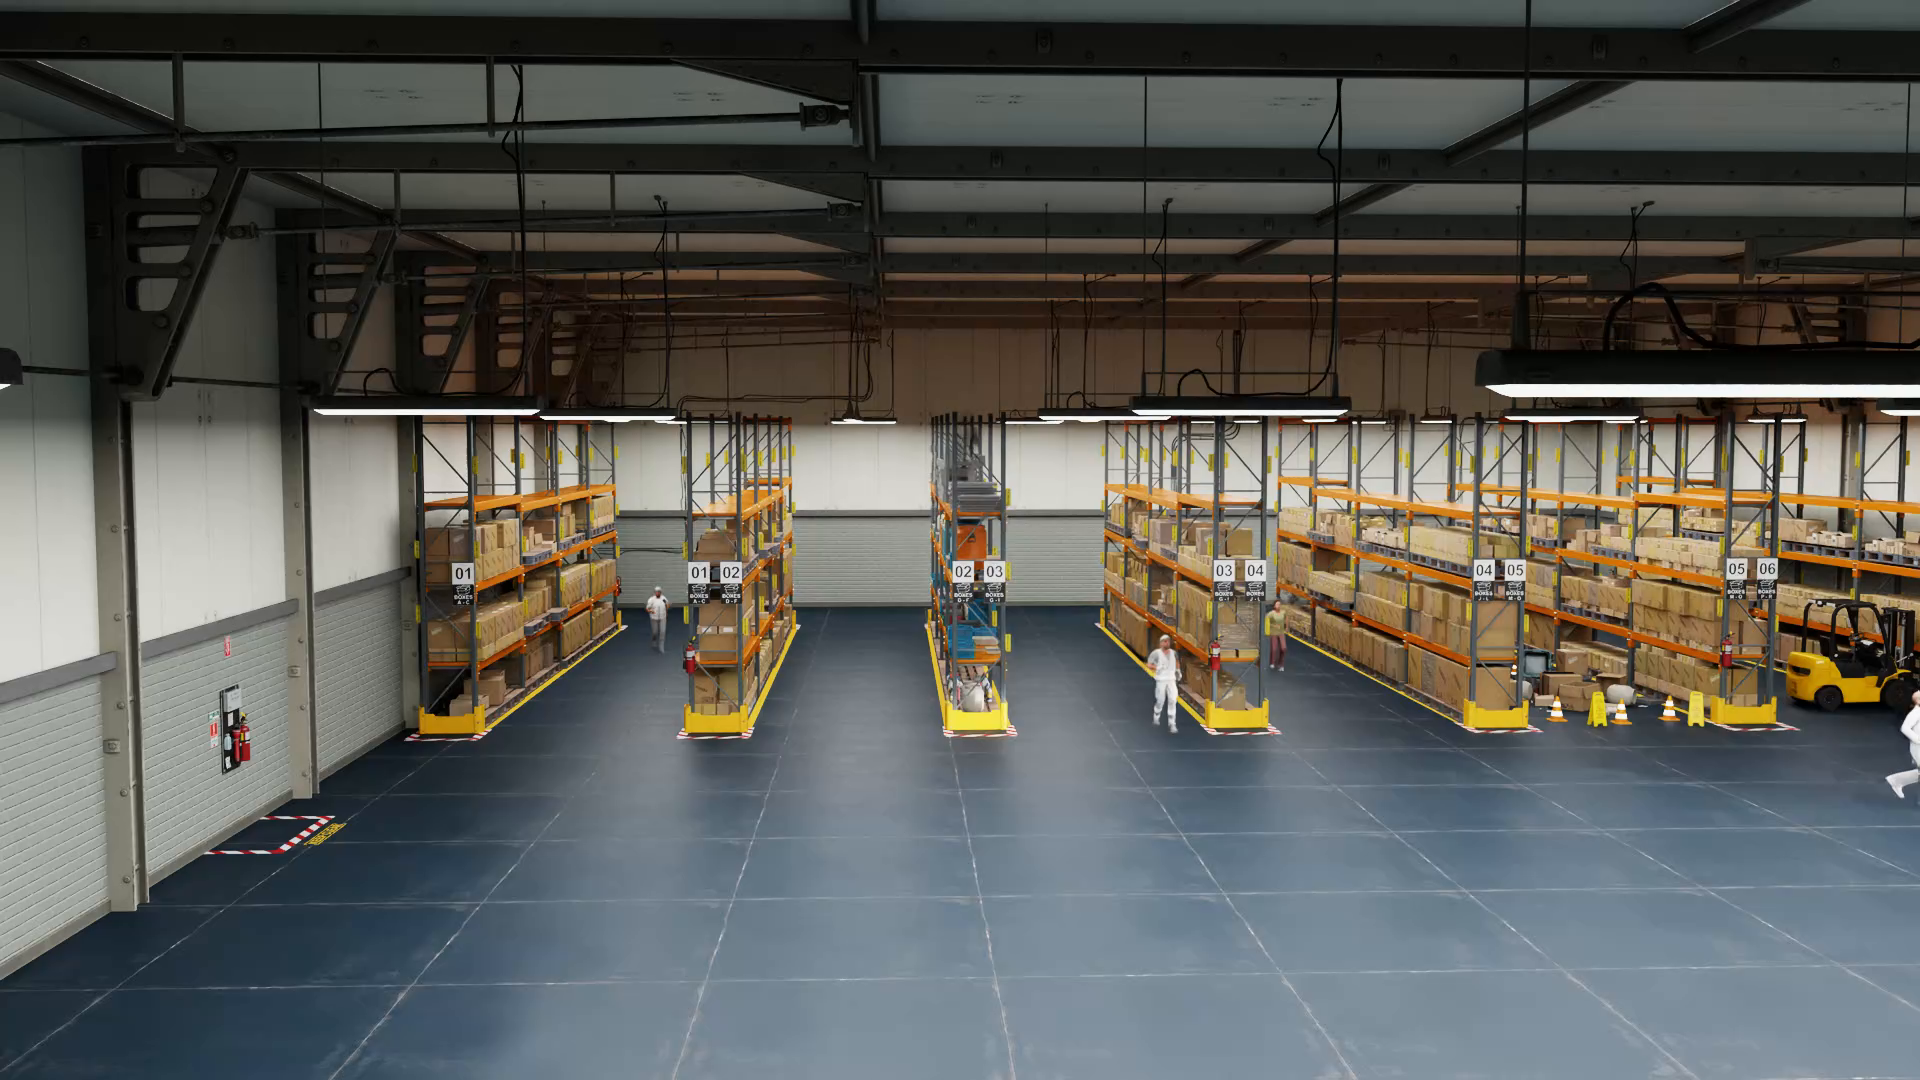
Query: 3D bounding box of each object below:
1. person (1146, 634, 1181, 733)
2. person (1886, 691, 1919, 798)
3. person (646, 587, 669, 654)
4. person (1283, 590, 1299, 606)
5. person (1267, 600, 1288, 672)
[{"bbox_3d":[3.878,2.682,31.341,0.723,1.787,0.917,-1,4,-14],"label":"person"},{"bbox_3d":[14.432,3.147,25.017,0.896,1.743,0.720,3,5,41],"label":"person"},{"bbox_3d":[-7.673,2.019,42.307,0.609,1.664,0.841,-1,4,-18],"label":"person"},{"bbox_3d":[9.800,1.584,49.041,0.531,1.608,0.696,1,4,11],"label":"person"},{"bbox_3d":[7.449,2.253,38.994,0.592,1.719,0.698,0,4,-6],"label":"person"}]
